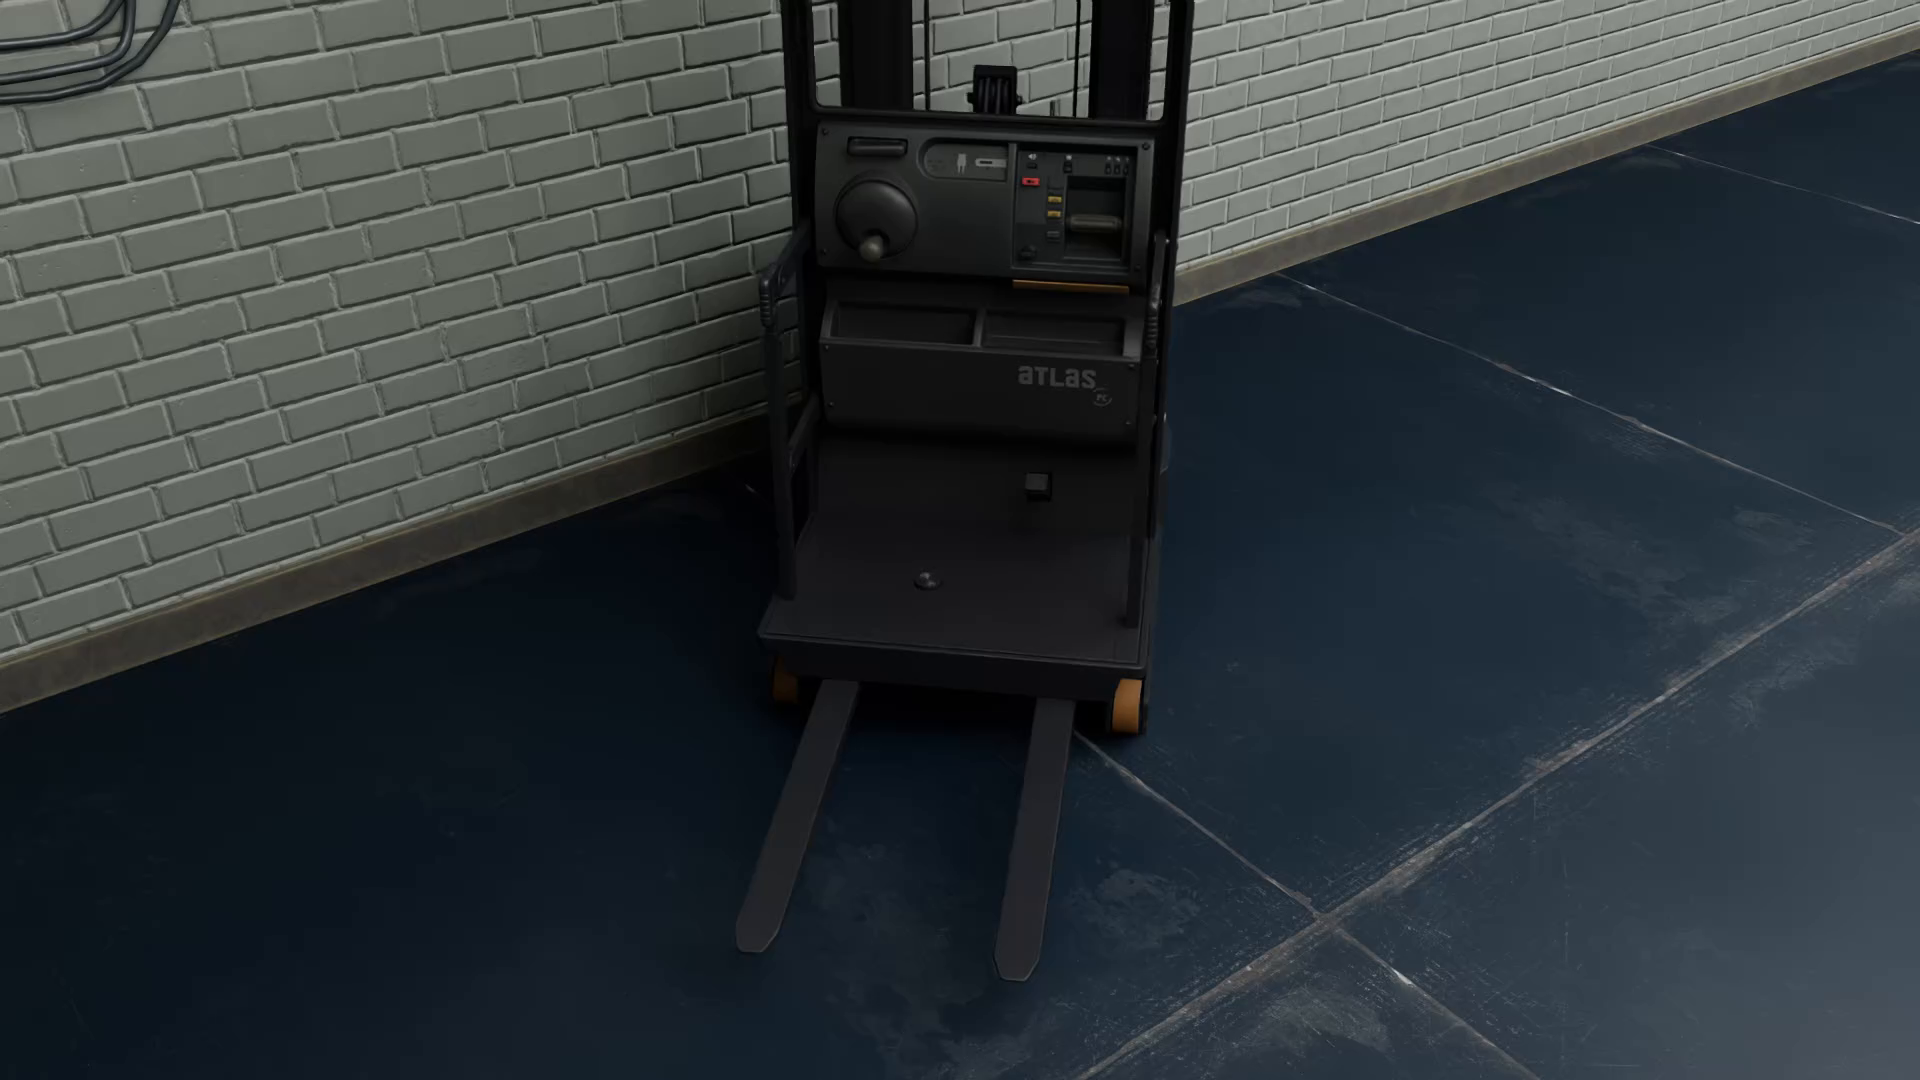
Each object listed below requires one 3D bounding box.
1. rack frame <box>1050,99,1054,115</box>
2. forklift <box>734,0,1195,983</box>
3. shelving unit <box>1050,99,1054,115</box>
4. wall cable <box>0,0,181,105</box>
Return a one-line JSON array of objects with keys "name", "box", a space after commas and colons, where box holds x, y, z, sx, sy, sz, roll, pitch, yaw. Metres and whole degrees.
[{"name": "rack frame", "box": [0.291, -1.040, 6.286, 0.006, 1.200, 0.240, 15, 35, 24]}, {"name": "forklift", "box": [0.033, -0.880, 4.389, 1.130, 2.935, 3.031, 4, 32, 7]}, {"name": "shelving unit", "box": [0.372, -1.018, 6.249, 0.189, 1.200, 0.258, 15, 35, 24]}, {"name": "wall cable", "box": [-3.232, -1.818, 3.092, 3.097, 2.526, 0.112, -22, 38, -31]}]
